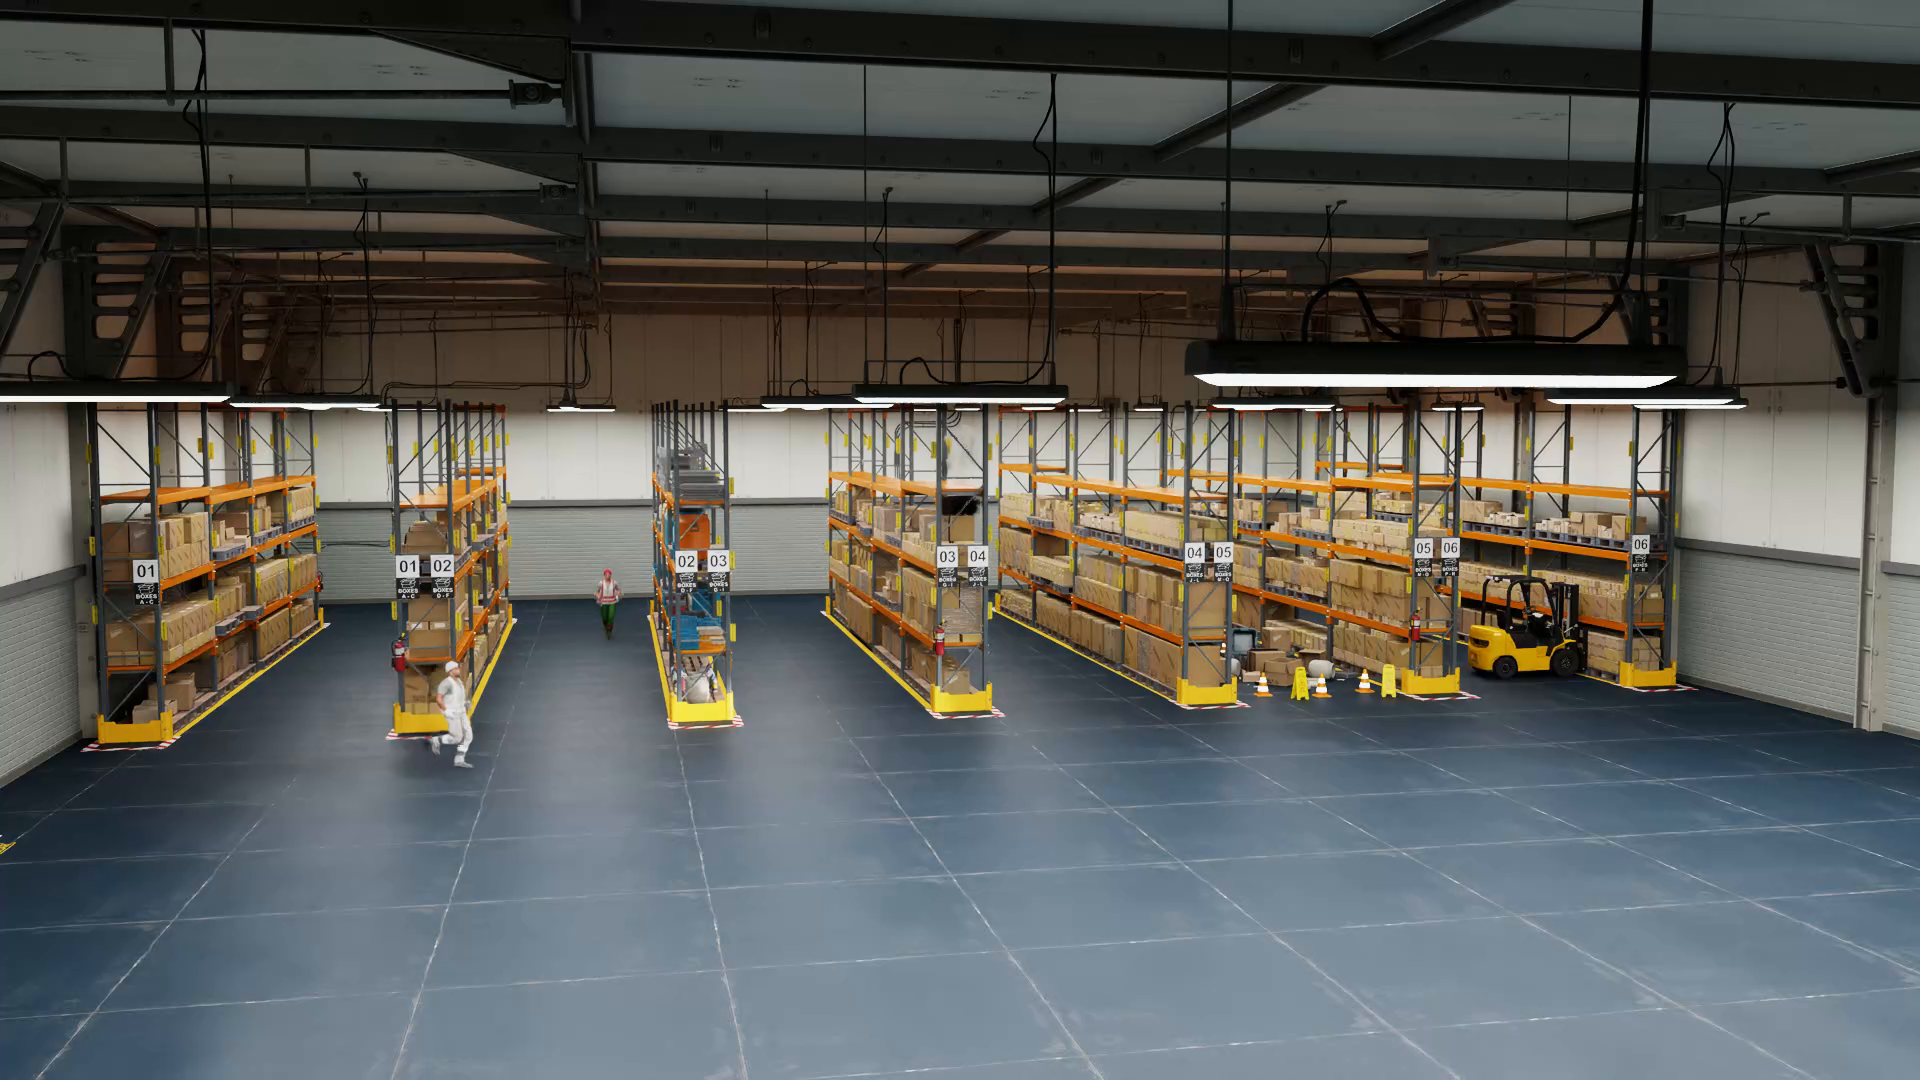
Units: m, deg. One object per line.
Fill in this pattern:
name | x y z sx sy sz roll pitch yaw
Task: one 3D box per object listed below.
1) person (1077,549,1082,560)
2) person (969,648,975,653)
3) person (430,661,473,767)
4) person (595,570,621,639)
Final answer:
person | 3.529 1.169 48.630 0.985 1.809 0.682 4 6 42
person | 0.182 1.821 40.053 0.711 1.747 0.941 -1 4 -13
person | -8.263 2.831 27.032 0.671 1.740 0.685 1 4 15
person | -9.033 1.637 42.750 0.655 1.761 0.755 -1 4 -11
